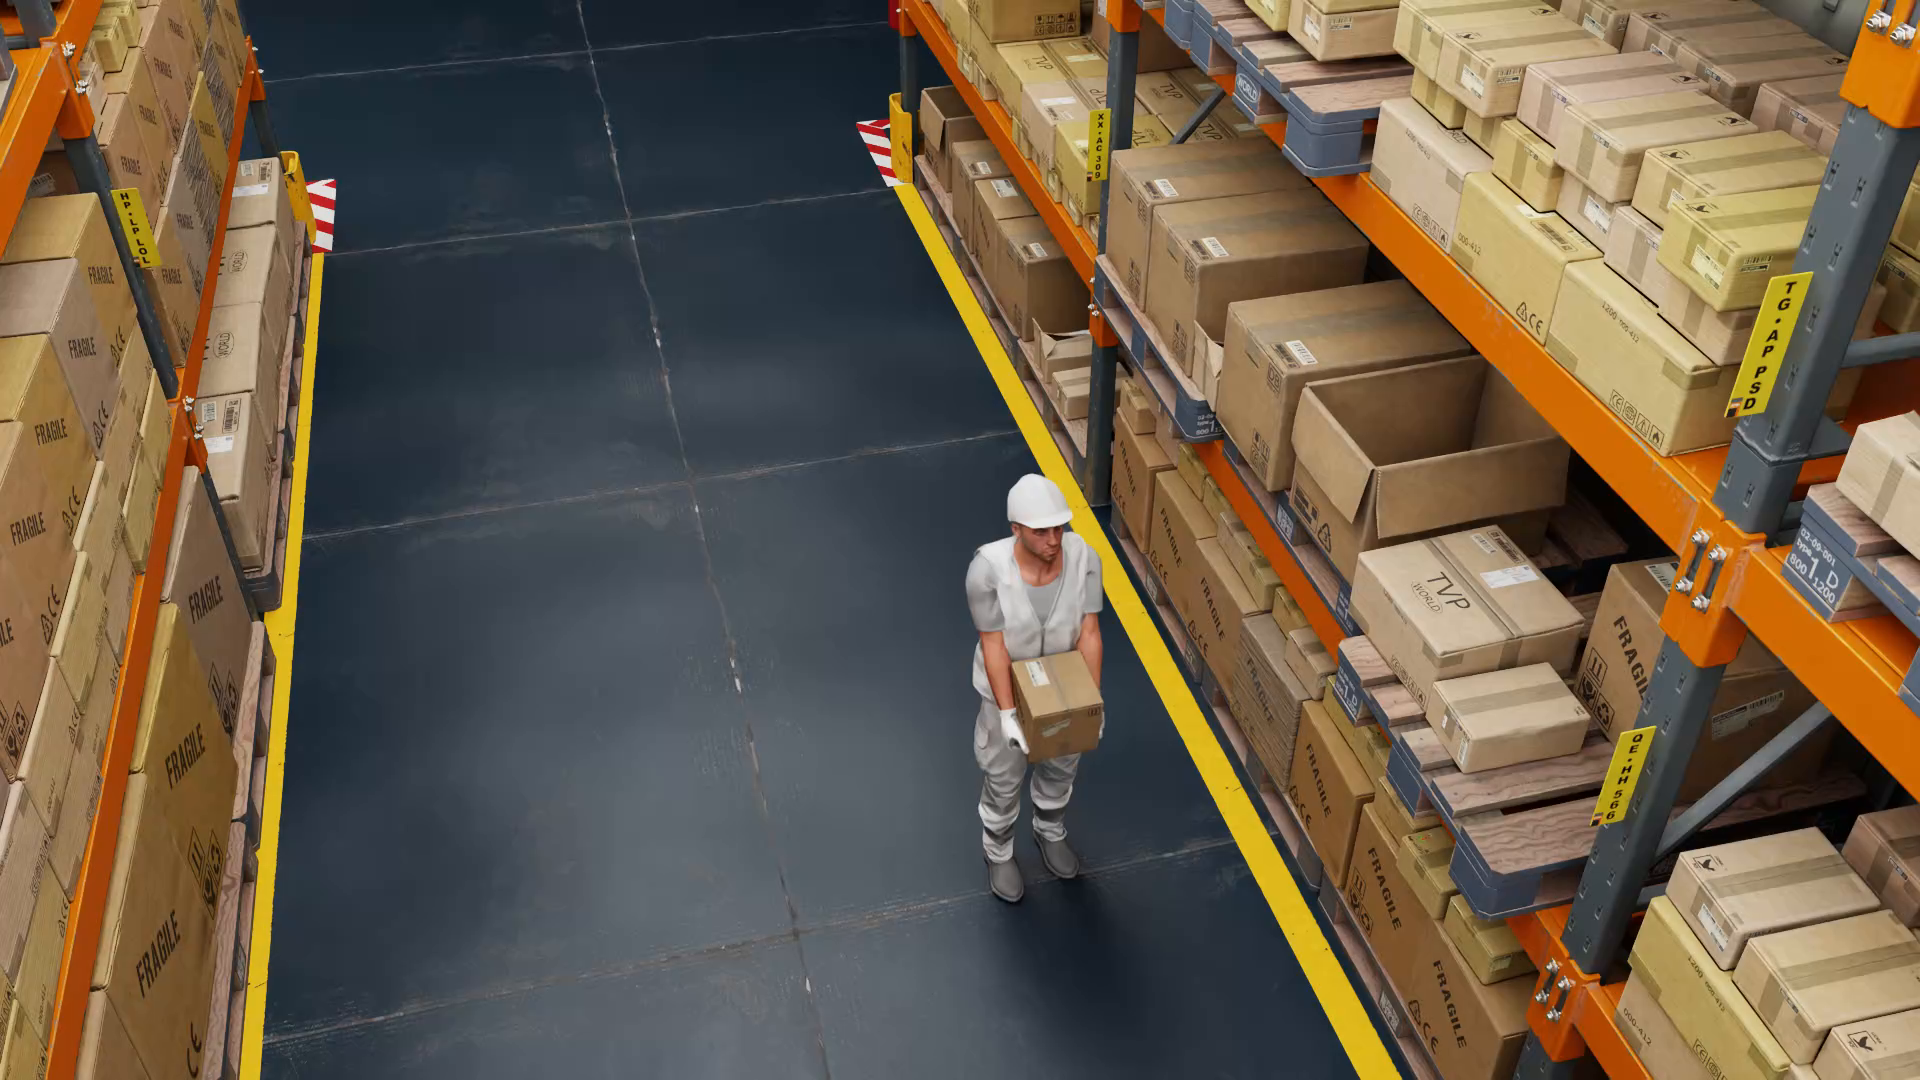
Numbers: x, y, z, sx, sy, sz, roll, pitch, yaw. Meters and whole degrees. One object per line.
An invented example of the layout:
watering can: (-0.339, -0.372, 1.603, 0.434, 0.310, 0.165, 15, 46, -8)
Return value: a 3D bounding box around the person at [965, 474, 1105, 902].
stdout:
person: (0.292, 0.591, 5.936, 0.495, 1.786, 0.558, -10, 39, -12)
